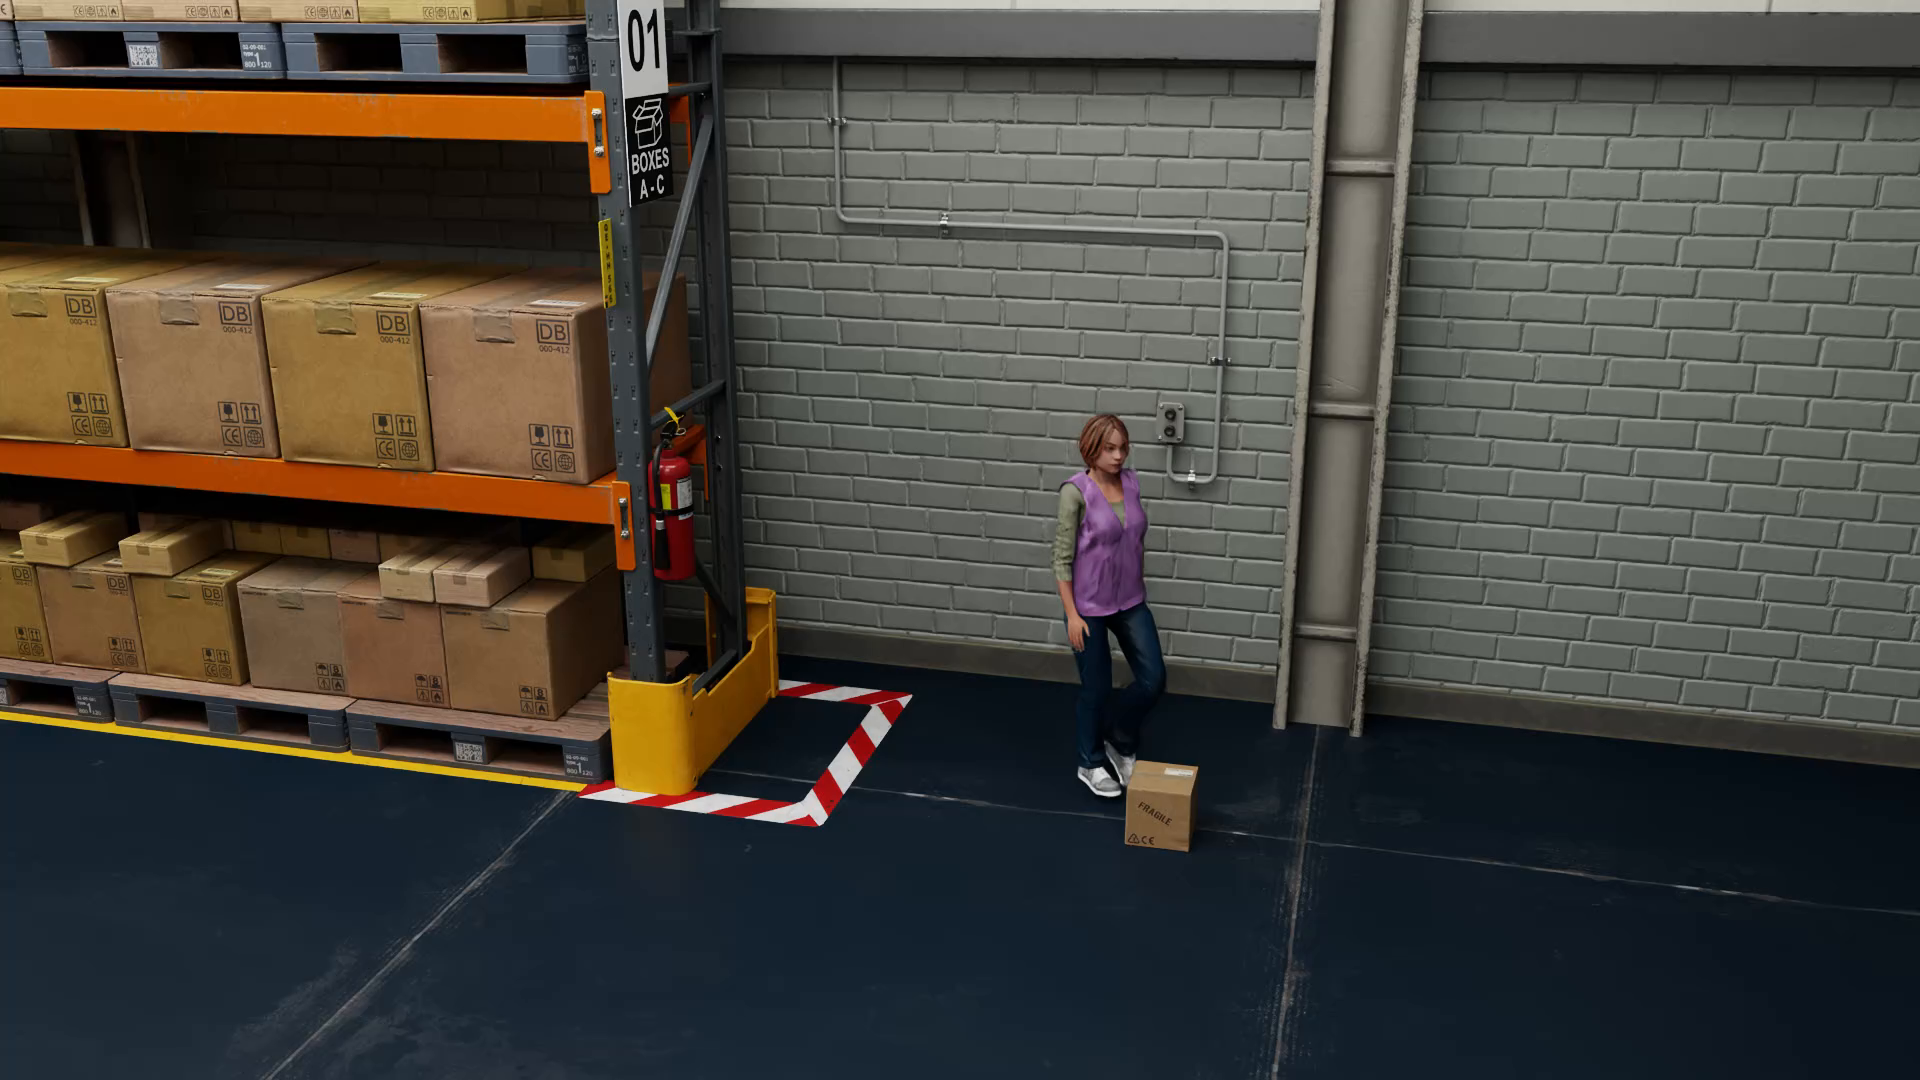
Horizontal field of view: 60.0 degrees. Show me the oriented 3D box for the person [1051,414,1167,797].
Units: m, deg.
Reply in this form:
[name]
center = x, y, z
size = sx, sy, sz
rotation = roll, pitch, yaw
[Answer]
[person]
center = 0.596, 0.297, 6.661
size = 0.465, 1.610, 0.405
rotation = -9, 20, -24
